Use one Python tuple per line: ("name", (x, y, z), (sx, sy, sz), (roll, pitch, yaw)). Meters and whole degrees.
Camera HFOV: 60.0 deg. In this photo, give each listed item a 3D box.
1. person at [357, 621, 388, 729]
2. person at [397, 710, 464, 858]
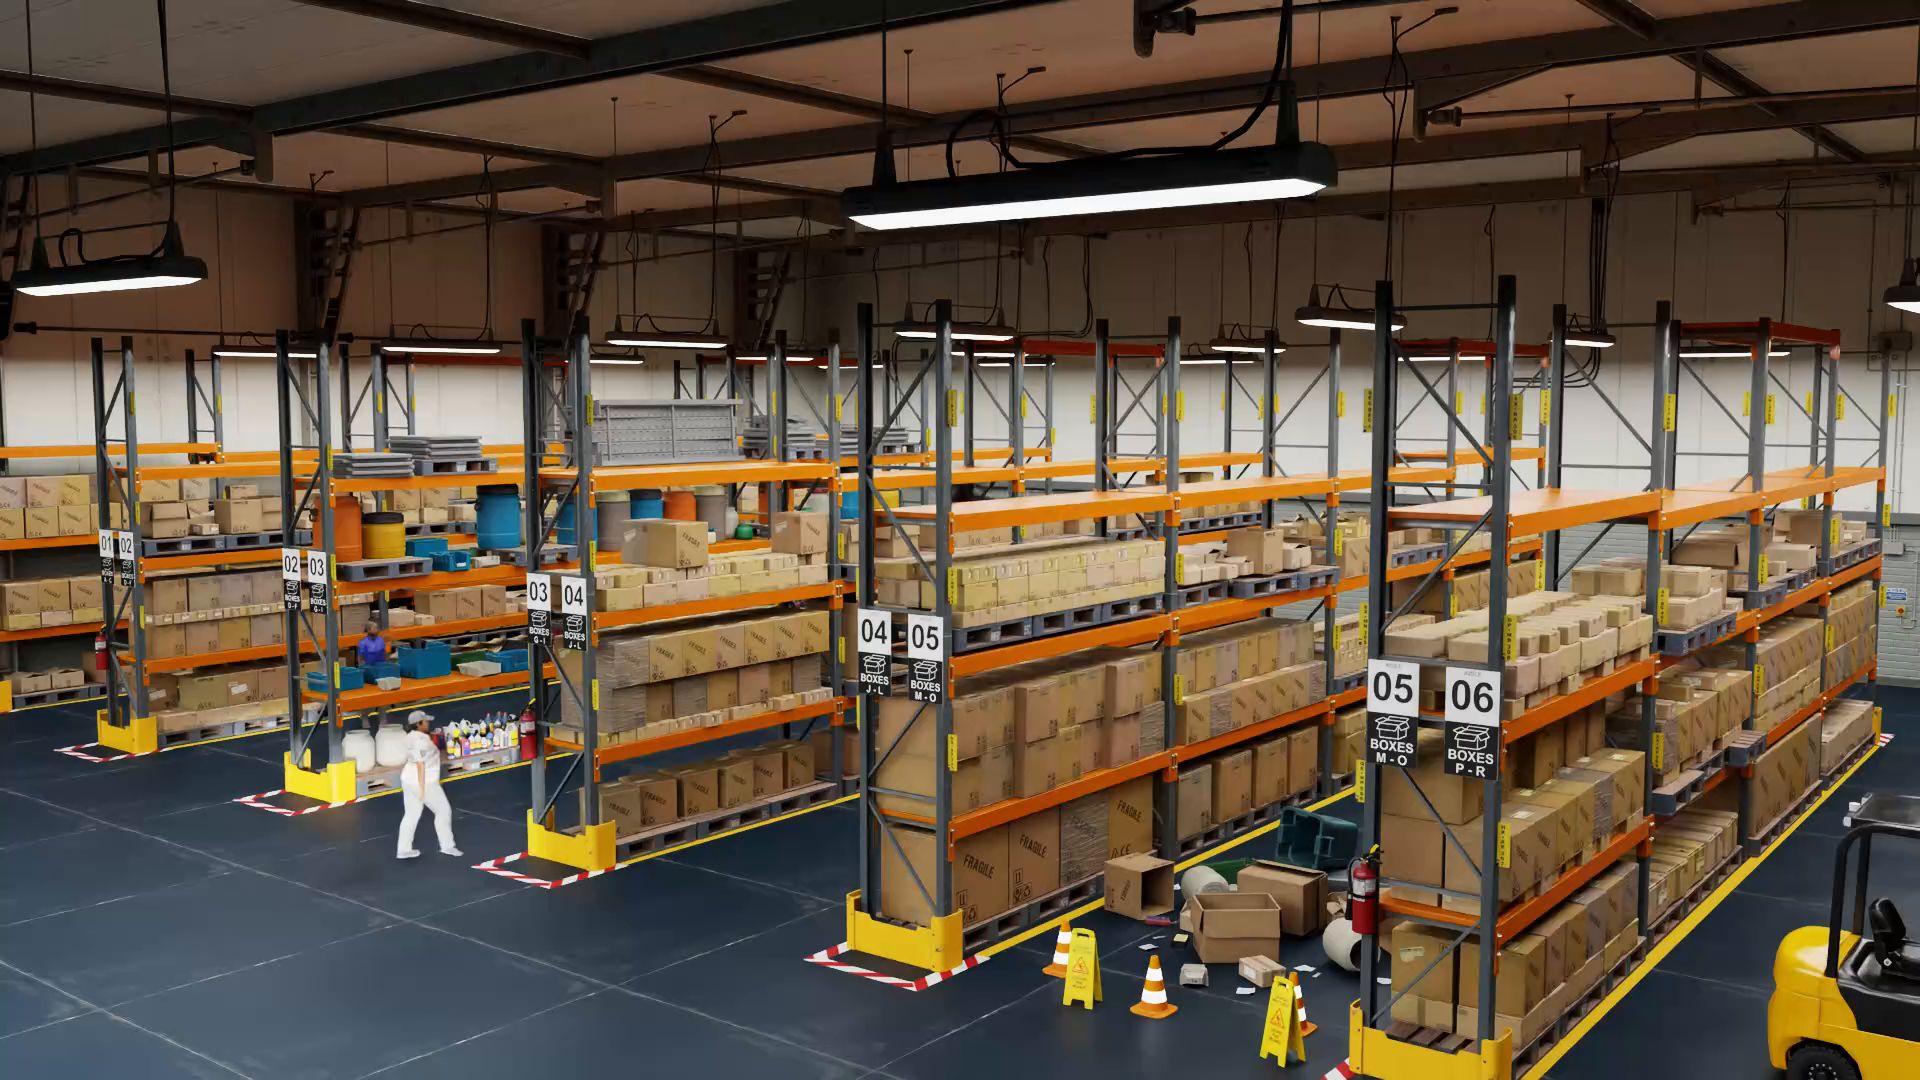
("person", (-9.132, 2.086, 25.913), (0.534, 1.672, 0.358), (-4, 6, -38))
("person", (-5.954, 2.736, 18.574), (0.708, 1.696, 0.485), (-5, 7, -43))
